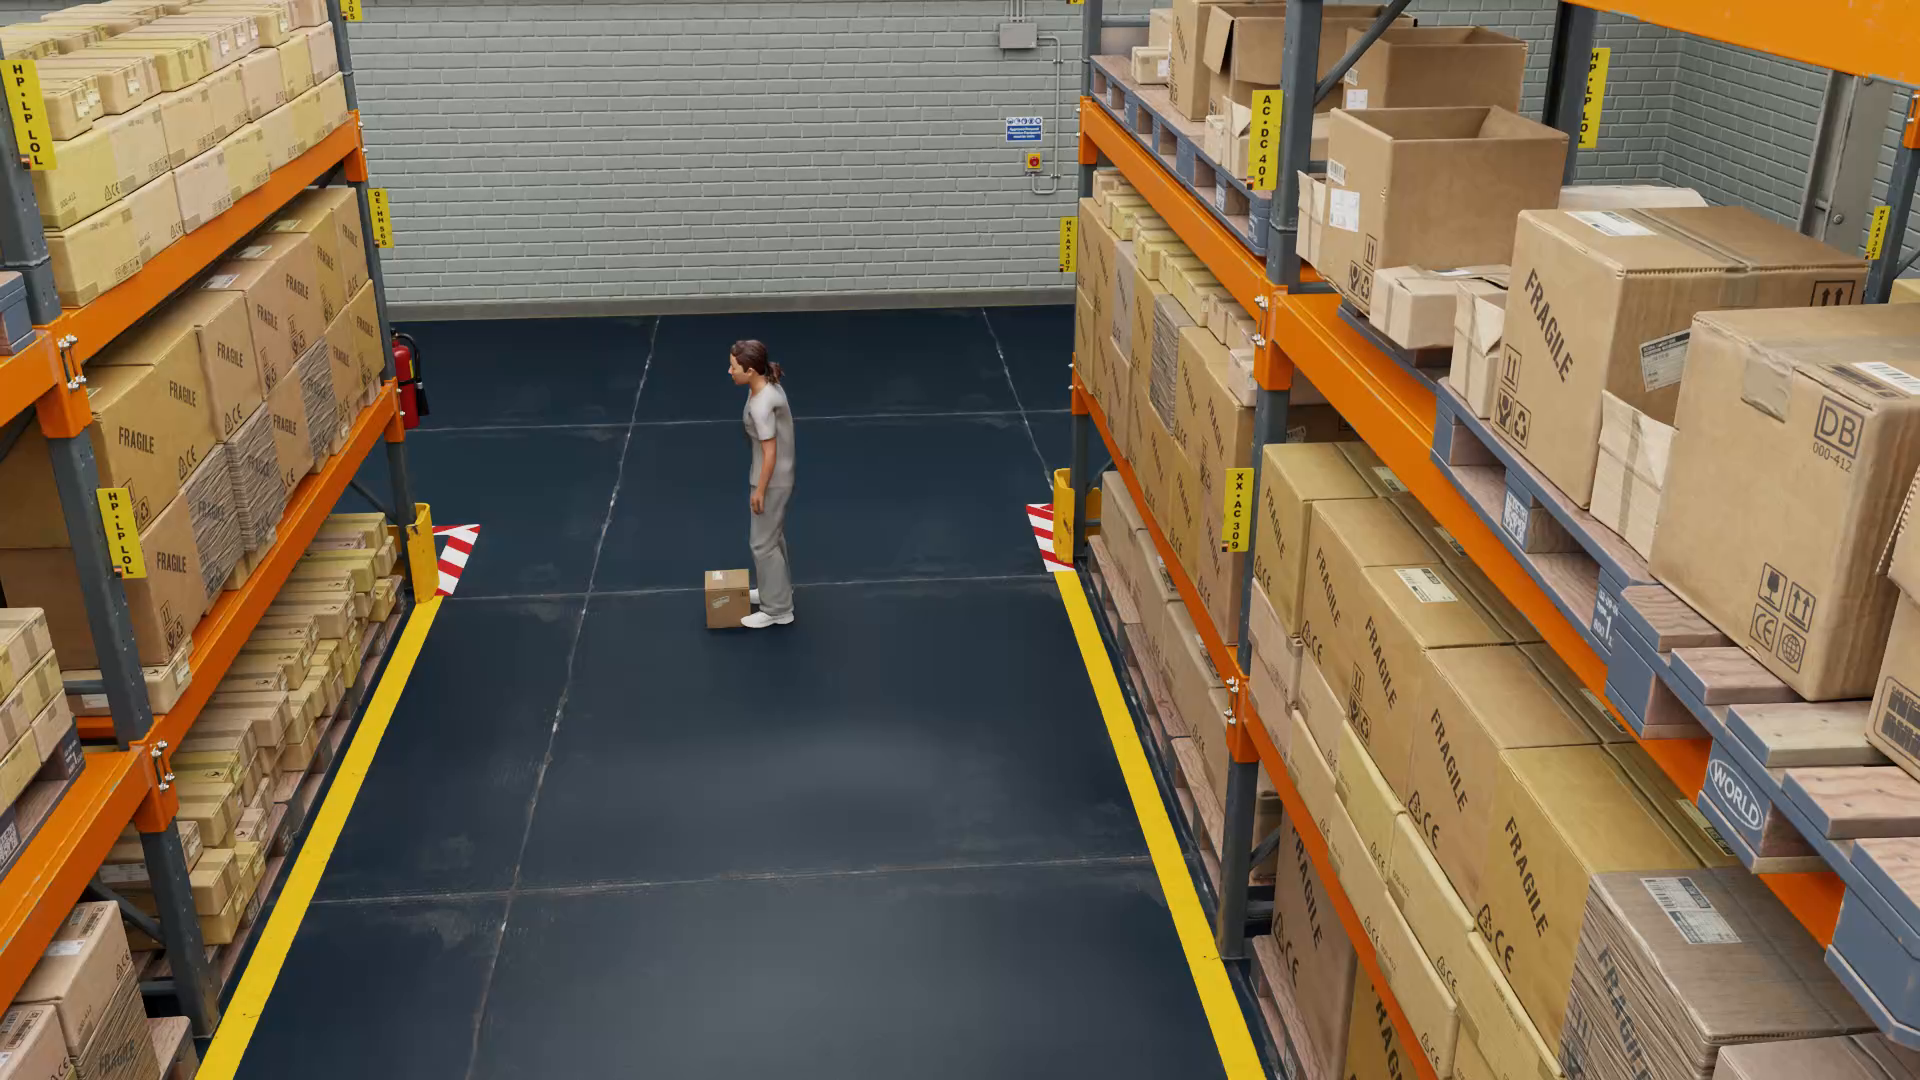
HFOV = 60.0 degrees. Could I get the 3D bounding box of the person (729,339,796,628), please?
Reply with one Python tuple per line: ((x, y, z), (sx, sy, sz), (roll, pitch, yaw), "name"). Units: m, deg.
((-1.095, -0.329, 9.346), (0.355, 1.673, 0.488), (-2, 24, -5), "person")
